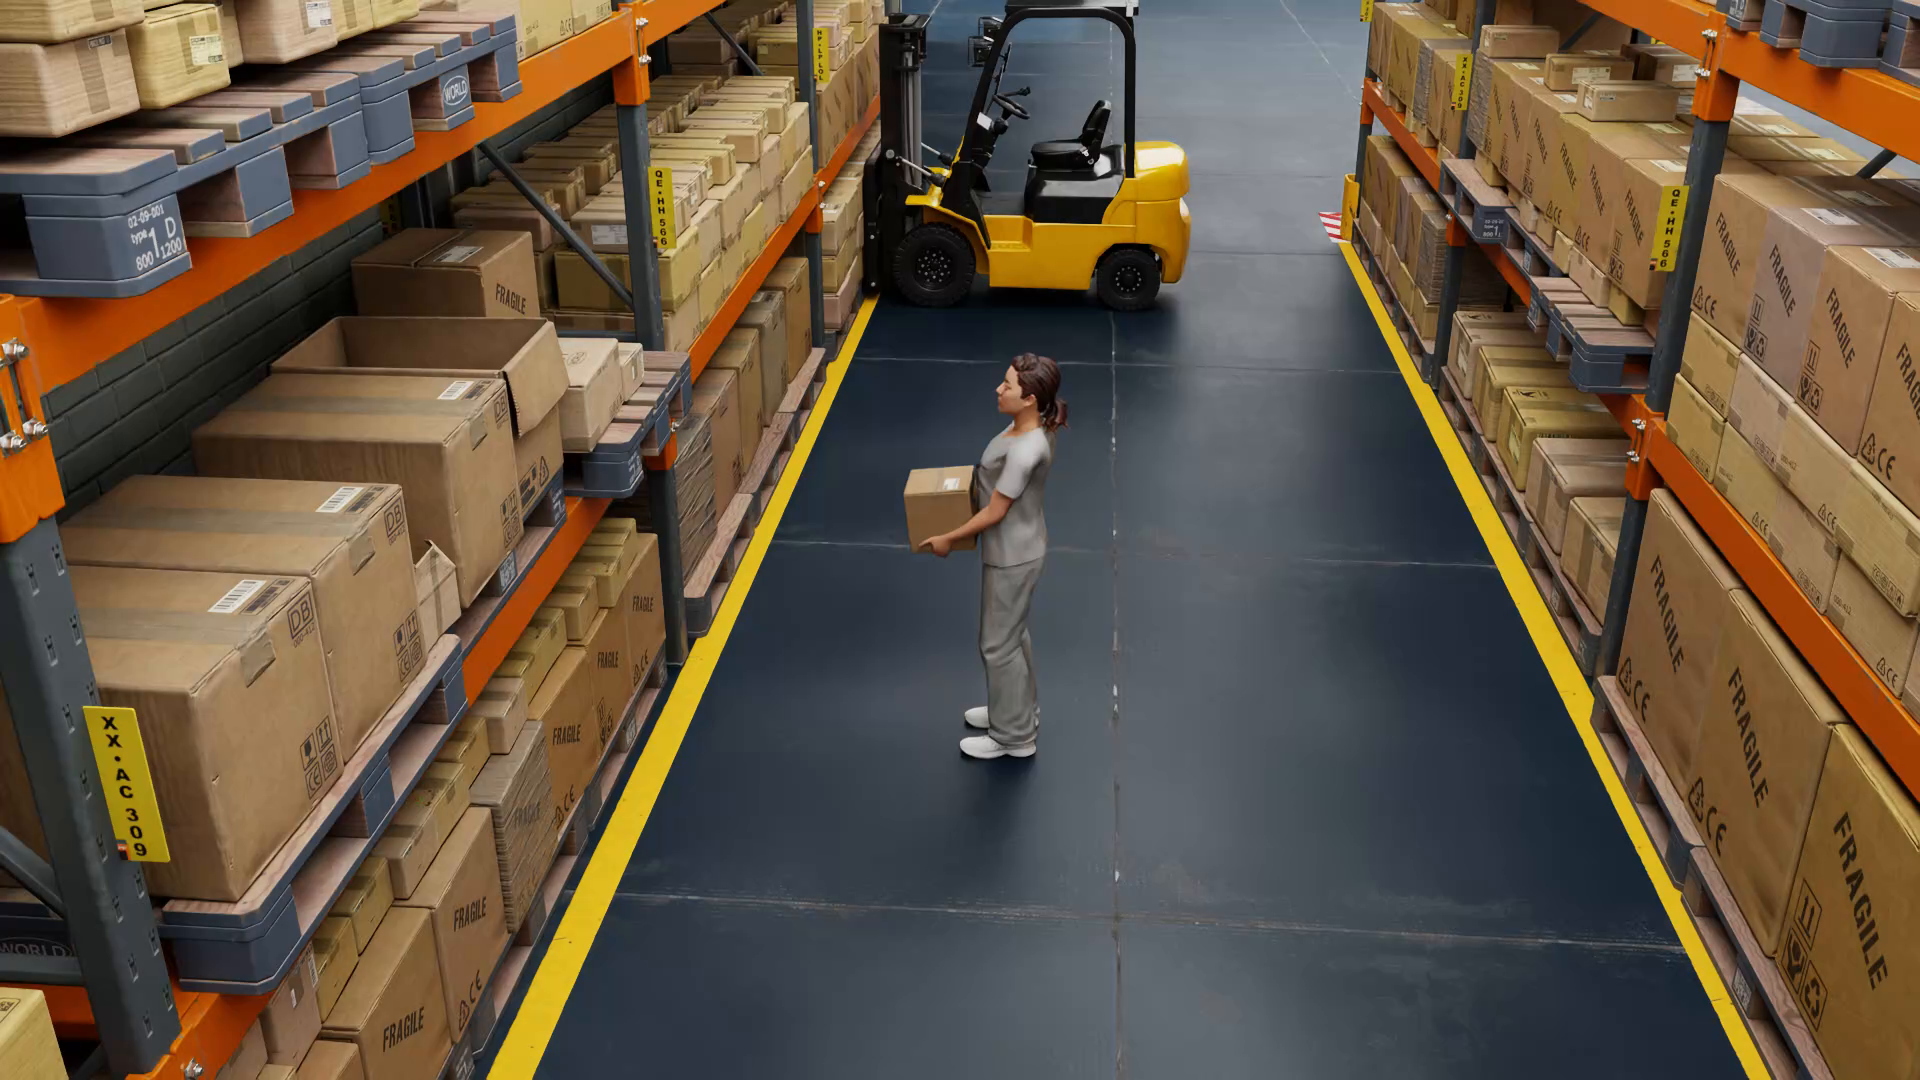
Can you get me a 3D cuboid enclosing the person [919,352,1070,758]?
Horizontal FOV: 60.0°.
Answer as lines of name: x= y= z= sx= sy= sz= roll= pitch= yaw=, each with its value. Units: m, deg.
person: x=0.133 y=0.062 z=6.486 sx=0.562 sy=1.662 sz=0.437 roll=2 pitch=25 yaw=5
